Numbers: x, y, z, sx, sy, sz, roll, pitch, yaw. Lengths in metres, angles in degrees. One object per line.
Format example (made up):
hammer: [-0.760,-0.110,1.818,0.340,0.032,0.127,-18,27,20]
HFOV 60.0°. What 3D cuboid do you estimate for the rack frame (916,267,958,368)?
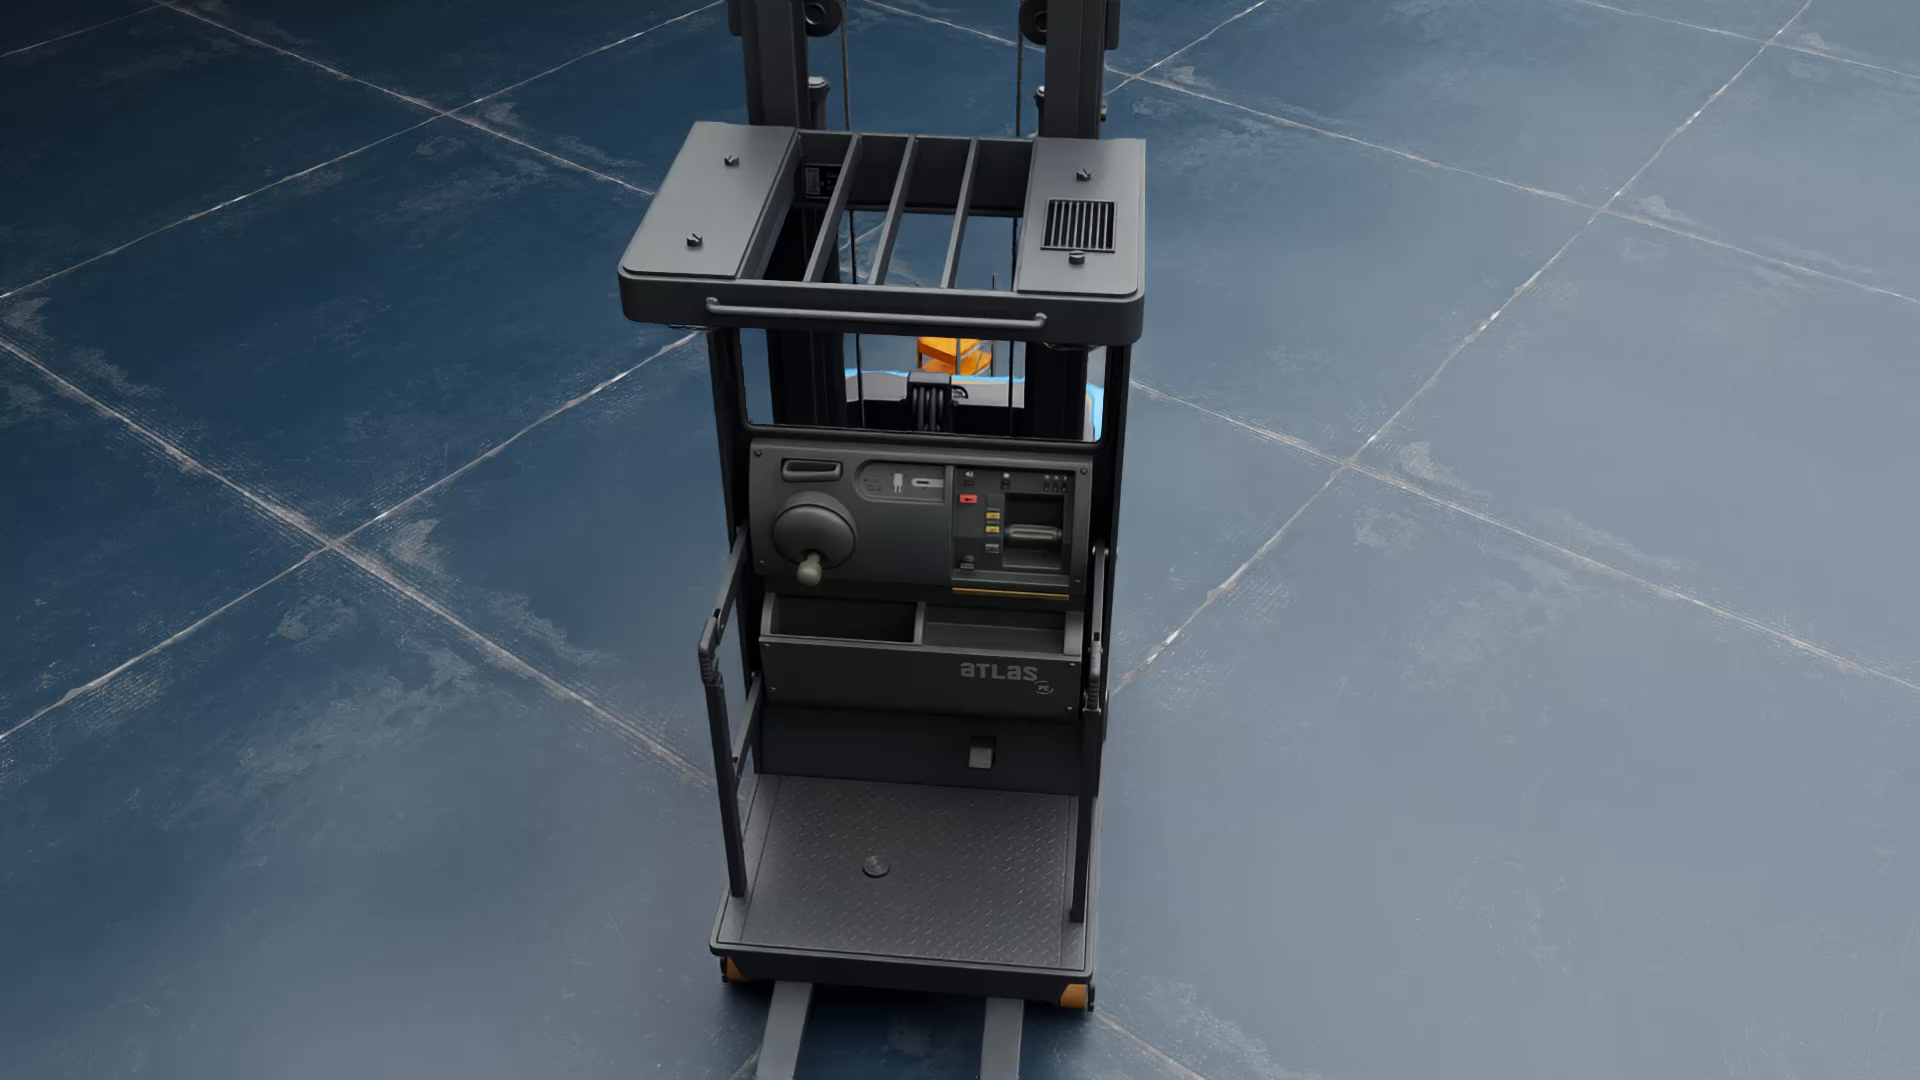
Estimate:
rack frame: [-0.084,-0.512,6.431,0.006,1.200,0.240,25,45,29]

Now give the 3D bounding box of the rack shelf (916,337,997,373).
rack shelf: [-0.012,-0.726,6.193,0.180,0.103,0.258,25,45,29]

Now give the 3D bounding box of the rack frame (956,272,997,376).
rack frame: [0.061,-0.444,6.343,0.006,1.200,0.240,25,45,29]

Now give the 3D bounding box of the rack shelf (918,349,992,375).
rack shelf: [-0.012,-0.632,6.266,0.180,0.103,0.258,25,45,29]

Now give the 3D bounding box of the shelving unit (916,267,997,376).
shelving unit: [-0.011,-0.478,6.387,0.189,1.200,0.258,25,45,29]

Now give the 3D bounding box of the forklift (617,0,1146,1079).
forklift: [-0.128,0.018,4.349,1.130,2.935,3.031,3,38,4]
